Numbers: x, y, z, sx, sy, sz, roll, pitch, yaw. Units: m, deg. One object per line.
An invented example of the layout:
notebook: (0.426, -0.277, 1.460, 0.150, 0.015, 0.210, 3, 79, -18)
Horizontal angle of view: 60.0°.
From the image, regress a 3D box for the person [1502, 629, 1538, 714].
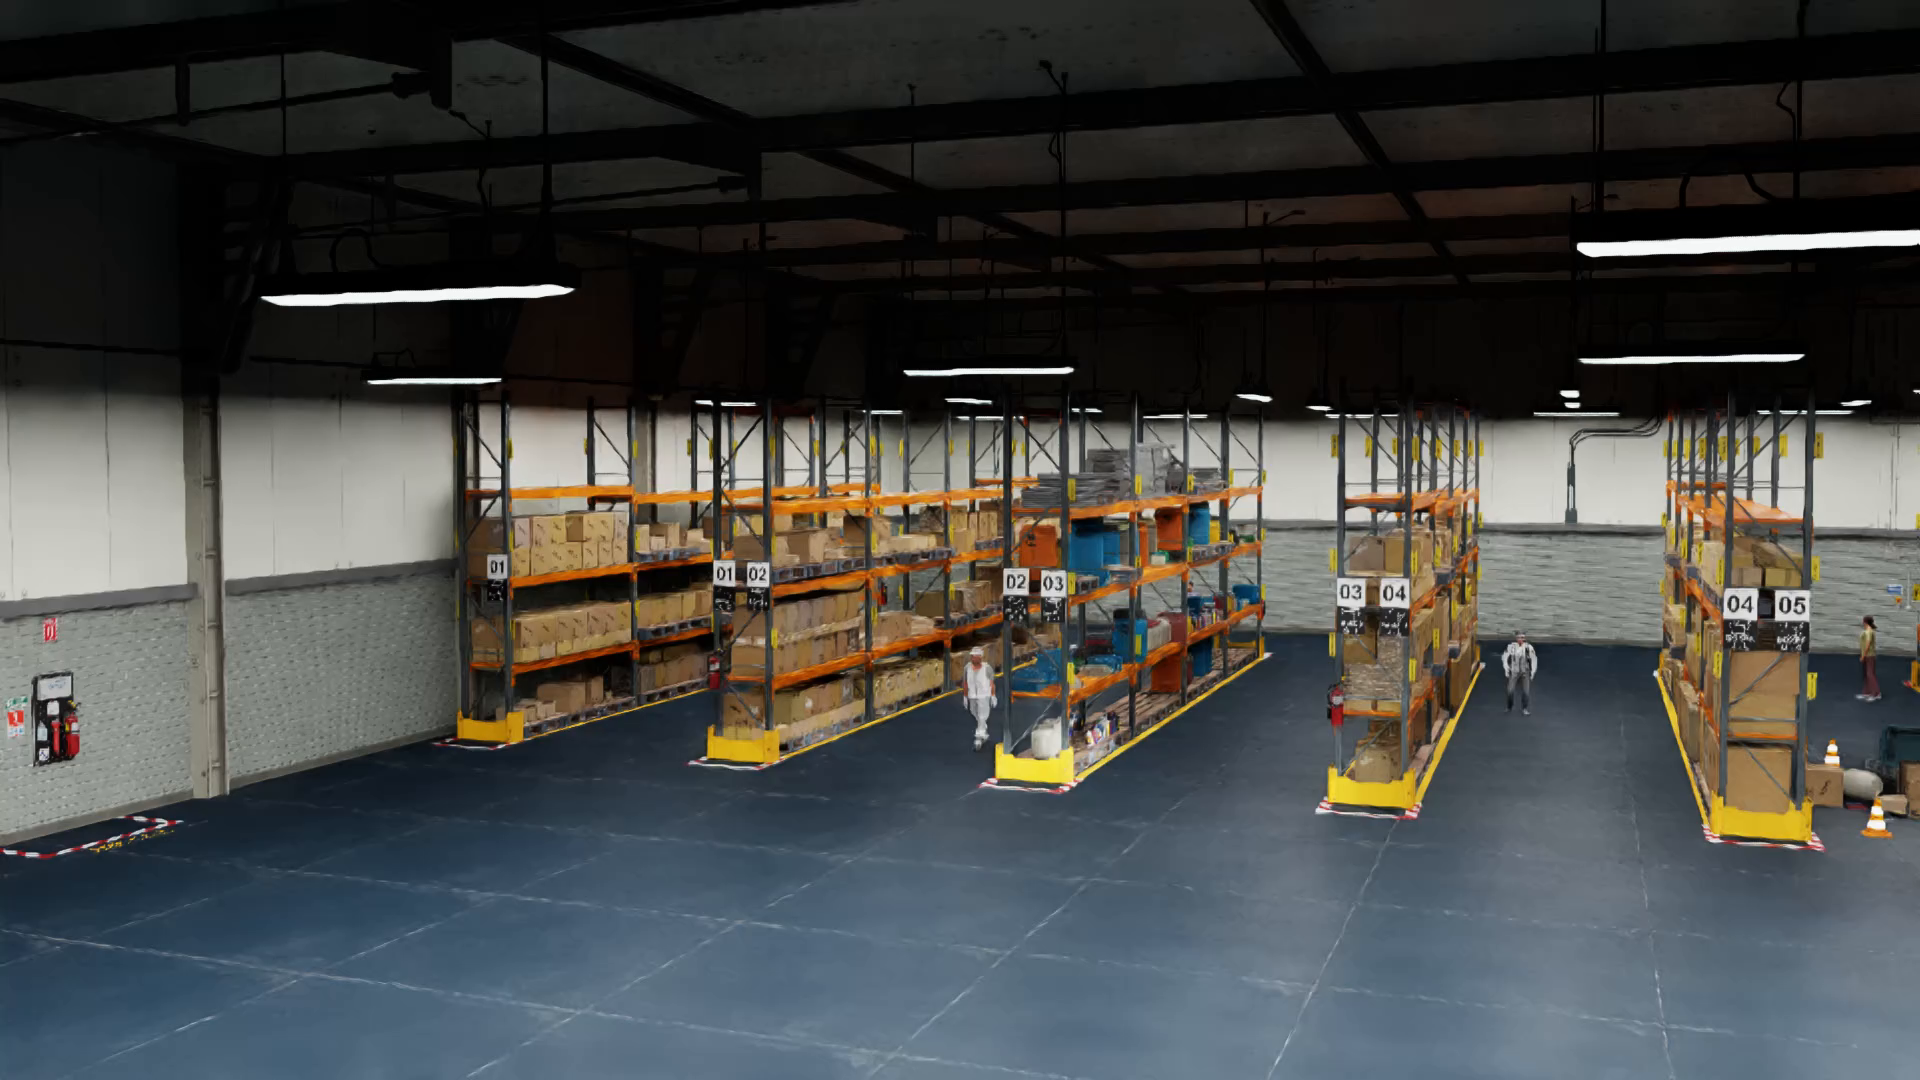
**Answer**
person: (10.509, 2.472, 31.279, 0.610, 1.632, 0.512, 1, 3, 18)

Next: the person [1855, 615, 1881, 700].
person: (18.138, 2.343, 33.177, 0.464, 1.696, 0.471, 2, 4, 32)

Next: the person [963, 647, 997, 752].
person: (0.291, 2.612, 27.596, 0.553, 1.709, 1.123, 1, 3, 22)

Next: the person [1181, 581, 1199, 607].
person: (5.948, 1.848, 42.963, 0.479, 1.553, 1.090, 1, 3, 23)
